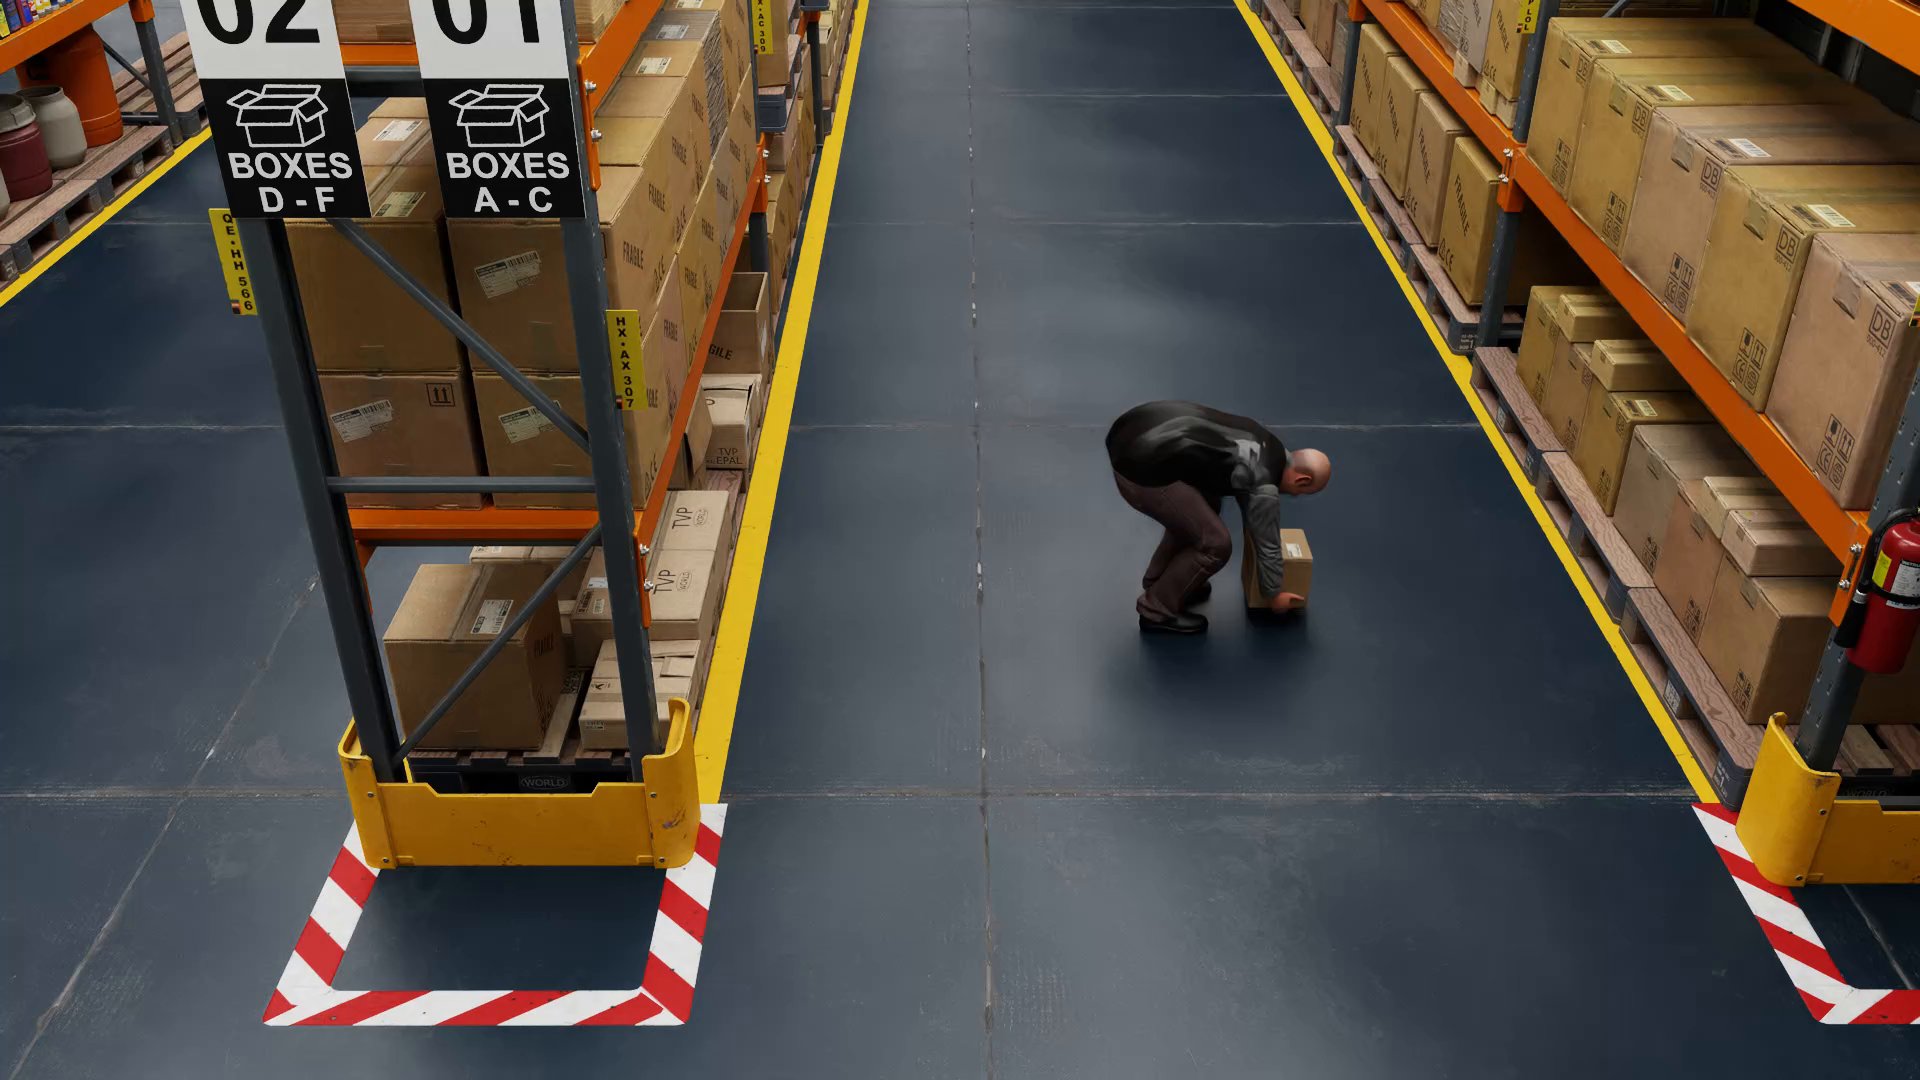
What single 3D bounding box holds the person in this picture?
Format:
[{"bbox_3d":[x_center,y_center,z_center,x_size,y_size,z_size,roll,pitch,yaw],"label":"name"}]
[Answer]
[{"bbox_3d":[1.084,-0.121,7.049,0.946,1.001,0.492,-2,31,-3],"label":"person"}]
